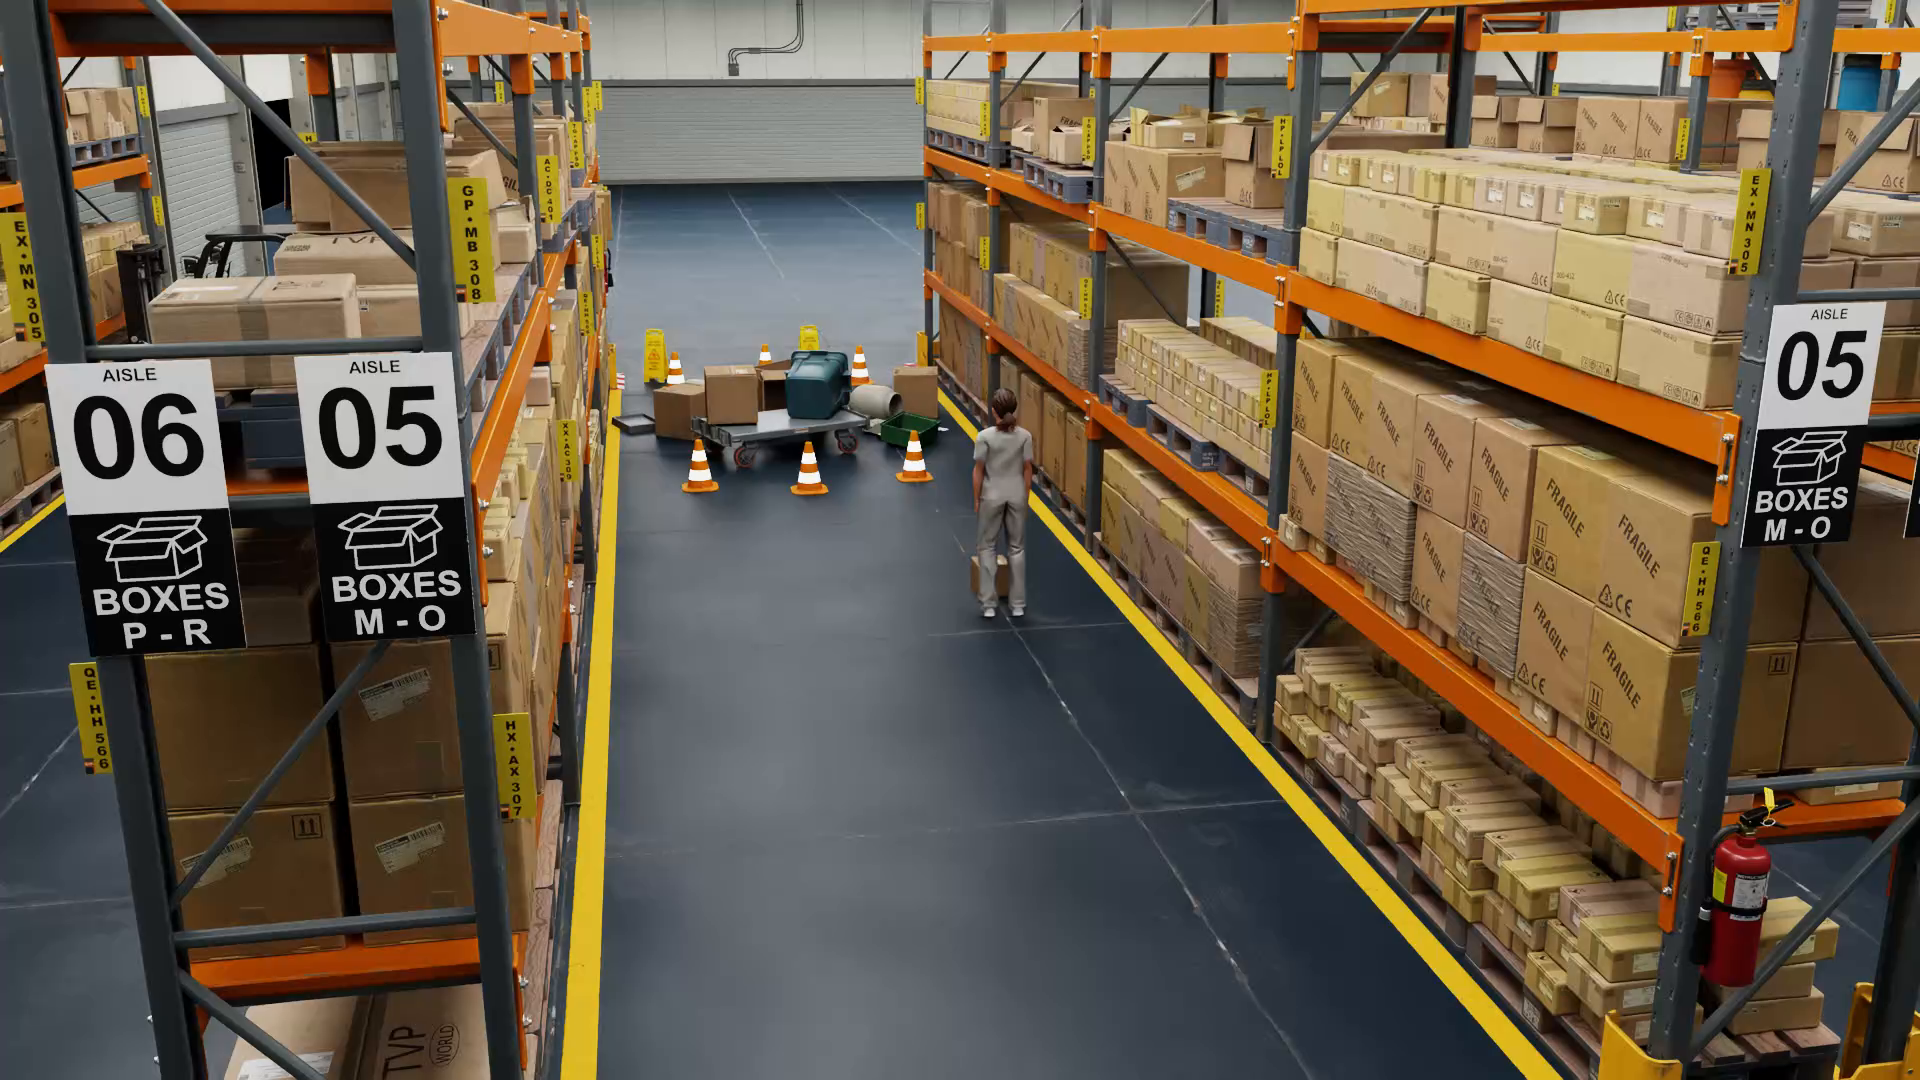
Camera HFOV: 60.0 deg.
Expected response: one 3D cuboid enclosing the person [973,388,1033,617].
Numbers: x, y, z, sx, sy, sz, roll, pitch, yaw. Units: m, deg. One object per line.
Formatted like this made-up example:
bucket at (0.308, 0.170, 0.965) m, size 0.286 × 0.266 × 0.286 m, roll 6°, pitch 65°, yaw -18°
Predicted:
person at (0.306, -0.267, 11.960) m, size 0.437 × 1.669 × 0.363 m, roll -3°, pitch 17°, yaw -9°
